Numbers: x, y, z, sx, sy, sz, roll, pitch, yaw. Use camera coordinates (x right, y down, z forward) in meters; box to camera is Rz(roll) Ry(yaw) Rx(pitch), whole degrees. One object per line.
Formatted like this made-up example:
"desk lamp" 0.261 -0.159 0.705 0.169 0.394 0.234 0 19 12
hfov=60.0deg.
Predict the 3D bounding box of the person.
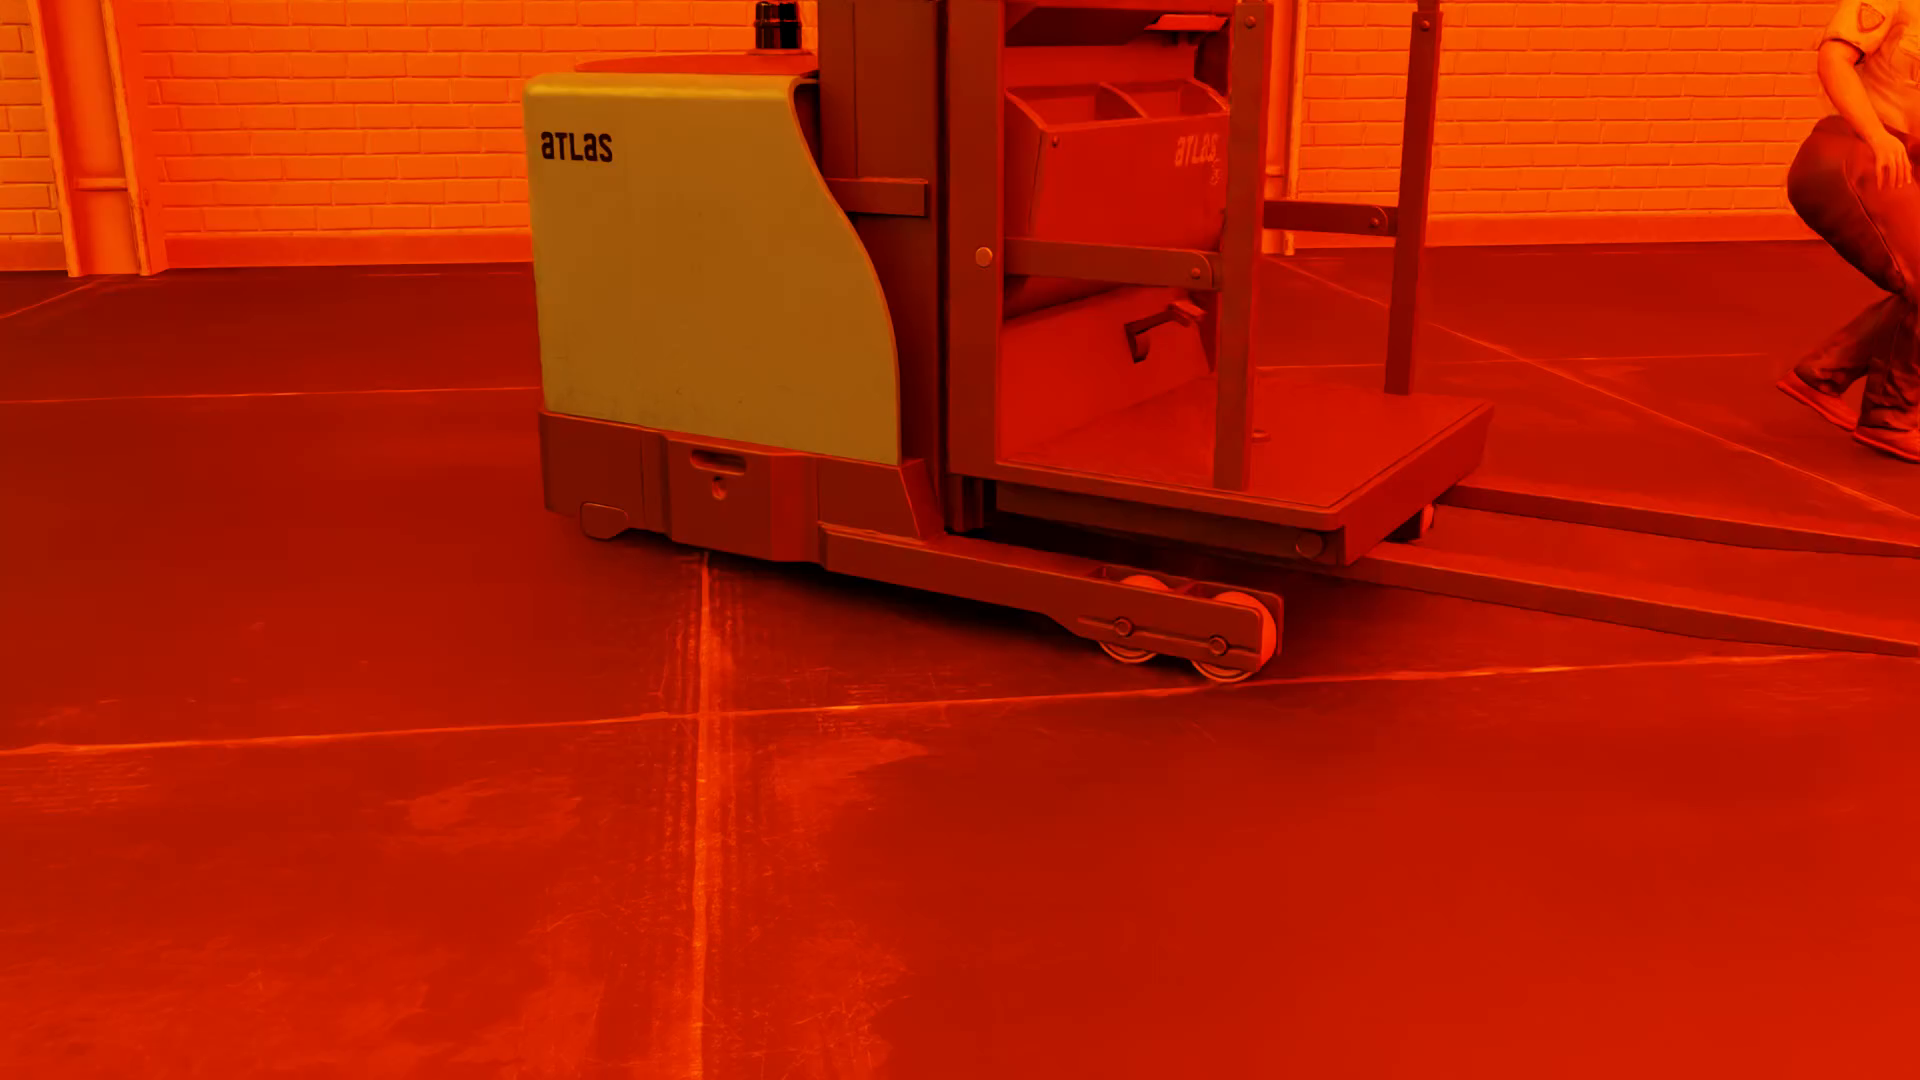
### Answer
"person" 2.676 -0.983 4.576 0.779 1.532 0.741 -14 22 -39

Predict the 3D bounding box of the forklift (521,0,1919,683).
"forklift" 0.525 -1.313 3.243 3.031 2.935 1.130 10 19 30
